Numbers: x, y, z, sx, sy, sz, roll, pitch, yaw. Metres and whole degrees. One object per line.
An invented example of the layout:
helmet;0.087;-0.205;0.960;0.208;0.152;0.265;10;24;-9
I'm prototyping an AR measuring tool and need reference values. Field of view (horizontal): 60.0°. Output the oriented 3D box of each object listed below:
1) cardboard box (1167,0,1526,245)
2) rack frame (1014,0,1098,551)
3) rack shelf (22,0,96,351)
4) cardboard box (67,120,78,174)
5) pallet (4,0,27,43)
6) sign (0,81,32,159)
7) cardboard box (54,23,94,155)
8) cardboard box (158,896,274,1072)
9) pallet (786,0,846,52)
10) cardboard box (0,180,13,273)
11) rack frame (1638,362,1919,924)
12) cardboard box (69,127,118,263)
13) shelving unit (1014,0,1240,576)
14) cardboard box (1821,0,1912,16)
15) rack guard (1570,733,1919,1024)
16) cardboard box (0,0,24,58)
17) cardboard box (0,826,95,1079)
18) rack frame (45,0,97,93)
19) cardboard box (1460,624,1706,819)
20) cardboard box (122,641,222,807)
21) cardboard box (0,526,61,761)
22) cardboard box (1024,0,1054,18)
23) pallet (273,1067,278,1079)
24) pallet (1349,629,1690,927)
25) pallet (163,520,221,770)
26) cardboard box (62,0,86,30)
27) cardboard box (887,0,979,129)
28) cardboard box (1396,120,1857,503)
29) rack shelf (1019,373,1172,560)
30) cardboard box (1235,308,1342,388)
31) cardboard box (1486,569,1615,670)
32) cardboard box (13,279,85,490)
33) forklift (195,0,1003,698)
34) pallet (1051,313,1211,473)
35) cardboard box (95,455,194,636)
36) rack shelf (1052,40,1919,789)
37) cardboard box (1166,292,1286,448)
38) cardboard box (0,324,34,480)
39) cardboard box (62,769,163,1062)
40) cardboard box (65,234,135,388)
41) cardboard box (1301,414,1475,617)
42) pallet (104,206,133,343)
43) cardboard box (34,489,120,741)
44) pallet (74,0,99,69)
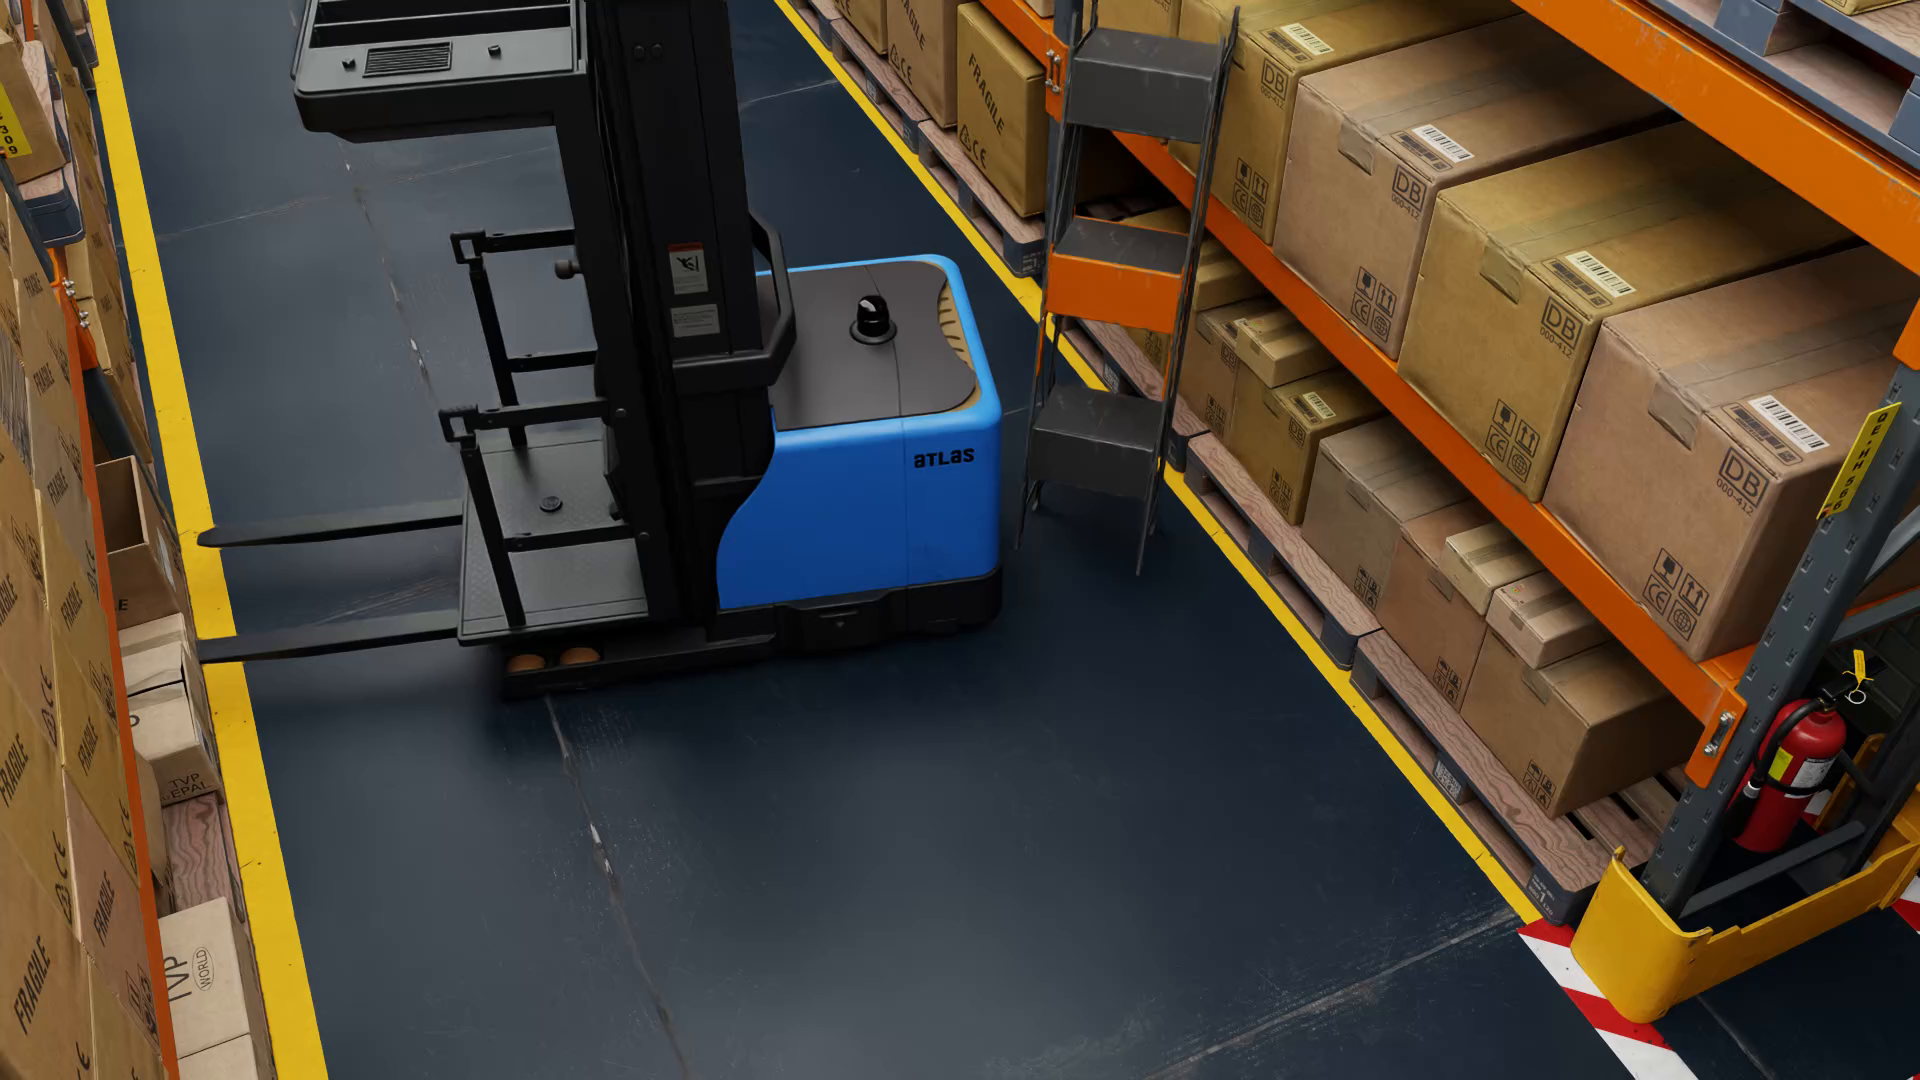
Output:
cardboard box;1.386;-1.671;6.094;0.980;0.700;0.700;-19;48;-18
rack frame;0.349;-0.938;6.157;0.015;2.100;0.400;12;33;10
rack shelf;-4.463;-1.935;7.087;1.077;0.370;4.000;-18;47;-17
cardboard box;-4.236;-1.787;7.358;0.500;0.250;0.500;-19;48;-18
pallet;-4.482;-2.159;6.939;1.003;0.211;1.213;-18;47;-17
sign;-3.133;-1.390;5.406;0.100;0.325;0.005;-18;47;-17
cardboard box;-4.698;-2.205;8.316;0.500;0.500;0.500;-16;47;-16
cardboard box;-2.332;1.387;4.853;0.500;0.250;0.500;-18;47;-17
pallet;-0.548;-3.413;10.059;1.003;0.211;1.213;-18;47;-17
cardboard box;-3.174;-1.062;4.908;0.500;0.500;0.500;-18;47;-17
rack frame;2.553;0.167;4.445;1.000;3.000;0.127;-18;47;-17
cardboard box;-4.254;-1.543;7.645;0.500;0.500;0.500;-20;48;-19
shelving unit;0.584;-0.890;6.114;0.503;2.100;0.431;12;33;10
cardboard box;2.004;-1.420;3.655;0.500;0.250;0.500;-17;47;-16
rack guard;2.563;1.073;5.307;1.175;0.500;0.348;-18;47;-17
cardboard box;-3.965;-1.889;6.158;0.700;0.500;0.500;-11;46;-11
cardboard box;-1.887;0.881;2.939;0.500;0.500;0.500;-17;47;-16
rack frame;-5.304;-3.465;8.126;1.000;3.000;0.127;-18;47;-17
cardboard box;2.168;0.491;5.597;0.700;0.500;0.500;-18;47;-17
cardboard box;-2.810;0.641;5.565;0.500;0.311;0.500;-18;47;-17
cardboard box;-2.320;0.229;3.599;0.500;0.500;0.500;-17;47;-17
cardboard box;0.472;-2.431;7.243;0.380;0.149;0.250;-18;47;-17
pallet;-2.308;2.069;4.503;1.003;0.211;1.213;-18;47;-17
pallet;2.146;0.674;5.917;1.003;0.211;1.213;-18;47;-17
pallet;-3.334;0.514;6.079;1.003;0.211;1.213;-18;47;-17
cardboard box;-5.258;-3.057;9.371;0.500;0.250;0.500;-18;47;-18
cardboard box;0.103;-2.707;8.590;0.750;0.750;0.750;-17;47;-16
cardboard box;2.013;-0.722;5.132;0.980;0.700;0.700;-18;48;-18
rack shelf;0.532;-0.292;6.501;0.480;0.518;0.431;12;33;10
cardboard box;1.291;-0.761;6.404;0.380;0.149;0.250;-19;48;-19
cardboard box;1.948;0.232;5.398;0.380;0.149;0.250;-19;48;-18
cardboard box;-2.961;-0.381;4.929;0.500;0.500;0.500;-17;47;-16
forklift;-1.407;-0.866;5.541;3.031;2.935;1.130;-7;45;-7
pallet;1.120;-0.881;7.493;1.003;0.211;1.213;-18;47;-17
cardboard box;-3.125;0.096;5.983;0.500;0.500;0.500;-18;47;-17
rack shelf;1.712;-0.851;5.989;1.077;0.370;4.000;-18;47;-17
cardboard box;1.301;-0.813;6.919;0.700;0.500;0.500;-18;48;-18
cardboard box;-2.745;-0.415;4.252;0.500;0.500;0.500;-18;47;-17
cardboard box;-2.109;0.909;3.622;0.500;0.500;0.500;-18;48;-18
cardboard box;-3.839;-0.900;6.993;0.500;0.500;0.500;-17;47;-17
cardboard box;1.745;-0.148;6.245;0.700;0.500;0.500;-19;48;-19
pallet;-4.515;-1.209;7.825;1.003;0.211;1.213;-18;47;-17
cardboard box;-2.526;0.270;4.270;0.500;0.500;0.500;-17;47;-17
pallet;-5.615;-3.009;9.649;1.003;0.211;1.213;-18;47;-17
